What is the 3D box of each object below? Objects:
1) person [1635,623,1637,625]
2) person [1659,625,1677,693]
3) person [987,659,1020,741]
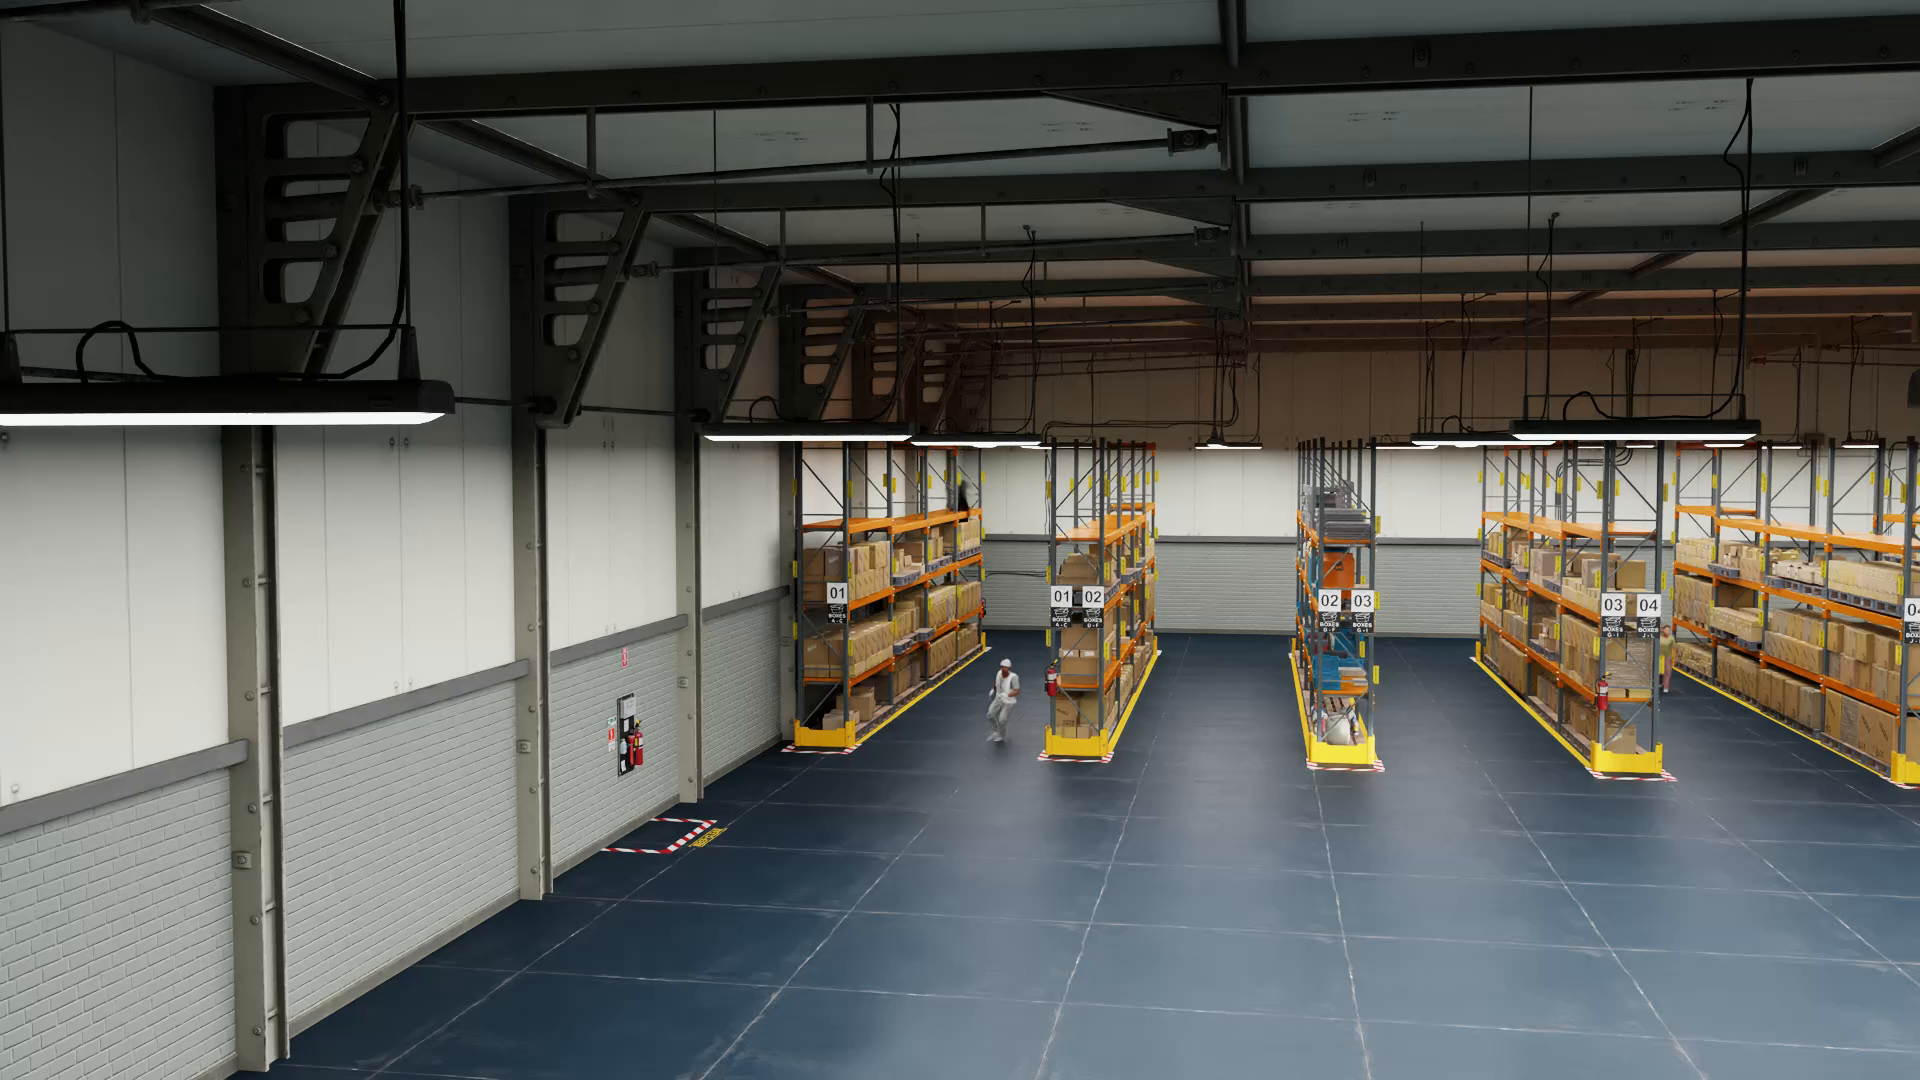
[{"bbox_3d":[16.460,2.779,40.521,0.703,1.633,1.102,1,3,17],"label":"person"},{"bbox_3d":[16.775,2.809,39.676,0.600,1.602,0.966,1,3,26],"label":"person"},{"bbox_3d":[0.813,3.153,32.599,0.854,1.665,0.715,2,3,30],"label":"person"}]
